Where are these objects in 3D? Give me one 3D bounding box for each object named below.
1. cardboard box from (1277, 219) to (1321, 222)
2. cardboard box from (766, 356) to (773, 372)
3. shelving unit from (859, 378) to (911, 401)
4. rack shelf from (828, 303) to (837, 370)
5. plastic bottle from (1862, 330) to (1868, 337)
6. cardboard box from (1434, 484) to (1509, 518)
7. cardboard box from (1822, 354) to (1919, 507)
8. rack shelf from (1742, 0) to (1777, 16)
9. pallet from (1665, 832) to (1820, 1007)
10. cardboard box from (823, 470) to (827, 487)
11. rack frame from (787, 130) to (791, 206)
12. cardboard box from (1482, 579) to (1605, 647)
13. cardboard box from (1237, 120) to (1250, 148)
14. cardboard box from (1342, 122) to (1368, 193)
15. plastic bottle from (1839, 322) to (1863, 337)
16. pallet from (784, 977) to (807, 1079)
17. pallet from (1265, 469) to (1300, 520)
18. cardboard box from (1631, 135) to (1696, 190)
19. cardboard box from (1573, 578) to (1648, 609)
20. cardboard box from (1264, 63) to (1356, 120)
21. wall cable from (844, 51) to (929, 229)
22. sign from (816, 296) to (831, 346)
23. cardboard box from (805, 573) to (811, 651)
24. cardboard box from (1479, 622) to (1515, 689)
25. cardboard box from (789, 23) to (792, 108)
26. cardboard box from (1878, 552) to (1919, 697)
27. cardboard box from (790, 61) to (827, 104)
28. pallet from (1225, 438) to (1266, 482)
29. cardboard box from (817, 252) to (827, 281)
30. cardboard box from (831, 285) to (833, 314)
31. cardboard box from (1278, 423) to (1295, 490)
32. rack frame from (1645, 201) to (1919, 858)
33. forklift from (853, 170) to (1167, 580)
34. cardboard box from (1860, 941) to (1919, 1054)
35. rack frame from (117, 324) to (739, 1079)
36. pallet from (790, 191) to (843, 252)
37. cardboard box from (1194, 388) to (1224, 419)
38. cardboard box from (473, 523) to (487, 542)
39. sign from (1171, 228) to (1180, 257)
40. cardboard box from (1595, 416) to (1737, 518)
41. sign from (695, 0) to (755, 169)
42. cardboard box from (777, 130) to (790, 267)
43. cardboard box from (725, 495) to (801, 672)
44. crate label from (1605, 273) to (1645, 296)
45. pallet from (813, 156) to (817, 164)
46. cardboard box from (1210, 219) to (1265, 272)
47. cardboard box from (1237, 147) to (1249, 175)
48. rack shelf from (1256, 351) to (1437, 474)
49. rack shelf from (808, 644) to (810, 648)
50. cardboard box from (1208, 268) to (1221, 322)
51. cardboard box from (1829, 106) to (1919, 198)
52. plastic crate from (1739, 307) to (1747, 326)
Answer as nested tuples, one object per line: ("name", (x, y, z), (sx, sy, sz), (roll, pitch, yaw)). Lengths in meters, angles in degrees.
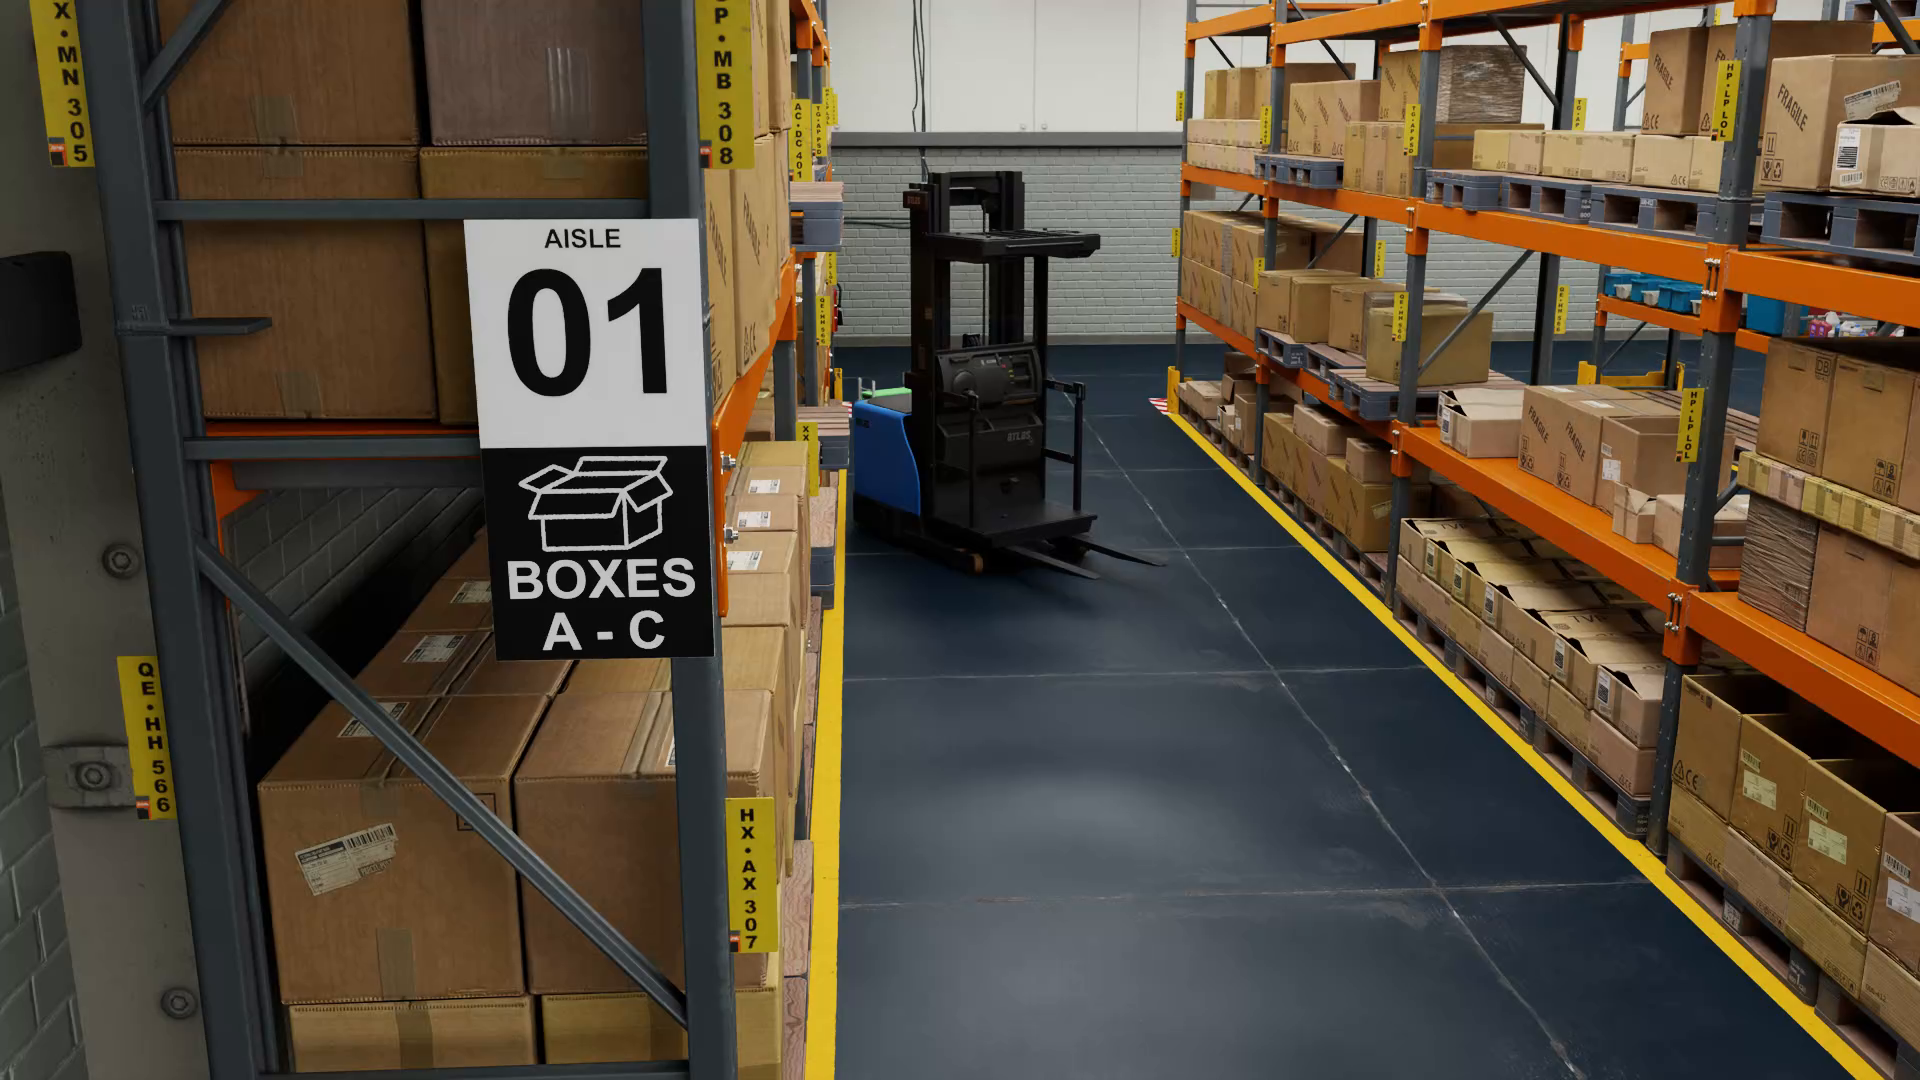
("cardboard box", (3.407, -3.020, 17.036), (0.500, 0.500, 0.500), (0, 14, -2))
("cardboard box", (-1.306, -0.744, 9.315), (0.700, 0.500, 0.500), (-1, 14, -3))
("shelving unit", (-0.581, -0.794, 14.206), (0.503, 1.200, 0.258), (-10, 17, -33))
("rack shelf", (-1.816, -2.053, 16.928), (1.077, 0.370, 4.000), (-1, 14, -3))
("plastic bottle", (7.990, -1.755, 14.726), (0.097, 0.201, 0.097), (0, 14, 0))
("cardboard box", (3.757, -0.106, 12.053), (0.500, 0.500, 0.500), (0, 14, -1))
("cardboard box", (3.814, -0.432, 6.382), (0.700, 0.500, 0.500), (-1, 14, -4))
("rack shelf", (3.871, -1.857, 4.932), (1.077, 0.370, 4.000), (-1, 14, -3))
("pallet", (3.755, 1.557, 7.049), (1.003, 0.211, 1.213), (-1, 14, -3))
("cardboard box", (-1.407, -0.474, 12.820), (0.750, 0.750, 0.750), (-1, 14, -4))
("rack frame", (-1.197, -2.819, 6.425), (1.000, 3.000, 0.127), (-1, 14, -3))
("cardboard box", (3.342, 0.390, 9.539), (0.500, 0.311, 0.500), (-1, 14, -4))
("cardboard box", (2.923, -3.844, 15.726), (0.500, 0.250, 0.500), (-1, 14, -3))
("cardboard box", (3.375, -2.851, 12.369), (0.910, 0.500, 0.500), (-1, 14, -3))
("plastic bottle", (7.867, -1.784, 14.691), (0.152, 0.276, 0.135), (-1, 14, -3))
("pallet", (-1.041, 1.907, 5.691), (1.003, 0.211, 1.213), (-1, 14, -3))
("pallet", (3.340, -0.429, 14.769), (1.003, 0.211, 1.213), (-1, 14, -3))
("cardboard box", (3.682, -1.865, 8.193), (0.500, 0.250, 0.500), (-2, 15, -9))
("cardboard box", (3.874, 0.376, 9.594), (0.500, 0.311, 0.500), (0, 14, -2))
("cardboard box", (3.184, -4.087, 15.163), (0.700, 0.500, 0.500), (-1, 14, -3))
("wall cable", (-1.934, -5.712, 23.899), (3.097, 2.526, 0.112), (-1, 14, -3))
("sign", (-0.903, -1.442, 10.946), (0.100, 0.325, 0.005), (-1, 14, -3))
("cardboard box", (-0.865, 0.262, 6.749), (0.500, 0.250, 0.500), (-1, 14, -3))
("cardboard box", (3.341, 0.659, 9.622), (0.500, 0.250, 0.500), (-1, 14, -2))
("cardboard box", (-0.895, -1.789, 6.191), (0.500, 0.500, 0.500), (-2, 15, -8))
("cardboard box", (3.848, 0.326, 6.038), (0.700, 0.500, 0.500), (-1, 14, -3))
("cardboard box", (-1.456, -4.080, 15.098), (0.500, 0.500, 0.500), (-1, 14, -4))
("pallet", (3.210, -0.801, 16.217), (1.003, 0.211, 1.213), (-1, 14, -3))
("cardboard box", (-1.408, -2.357, 14.324), (0.500, 0.250, 0.500), (-1, 14, -2))
("cardboard box", (-1.842, -2.736, 17.539), (0.980, 0.700, 0.700), (-1, 14, -4))
("cardboard box", (3.083, -0.727, 14.465), (0.500, 0.500, 0.500), (-1, 14, -3))
("rack frame", (3.747, 0.009, 7.473), (1.000, 3.000, 0.127), (-1, 14, -3))
("forklift", (0.355, -1.290, 12.659), (1.130, 2.935, 3.031), (-10, 17, -33))
("cardboard box", (3.562, 1.630, 5.847), (0.500, 0.250, 0.500), (-1, 14, -3))
("rack frame", (-0.949, 1.081, 3.306), (1.000, 3.000, 0.127), (-1, 14, -3))
("pallet", (-1.128, -1.431, 7.425), (1.213, 0.211, 1.003), (-1, 14, -3))
("cardboard box", (2.816, -1.469, 17.851), (0.500, 0.250, 0.500), (-1, 14, -3))
("cardboard box", (-1.322, 0.159, 5.646), (0.500, 0.500, 0.500), (0, 14, -2))
("sign", (2.462, -3.387, 18.932), (0.100, 0.325, 0.005), (-1, 14, -3))
("cardboard box", (3.683, -0.362, 8.713), (0.500, 0.500, 0.500), (0, 14, 1))
("sign", (-0.407, -0.804, 2.856), (0.100, 0.325, 0.005), (-1, 14, -3))
("cardboard box", (-0.918, -1.302, 6.308), (0.500, 0.500, 0.500), (0, 14, -2))
("cardboard box", (-0.801, 0.148, 5.687), (0.500, 0.500, 0.500), (-1, 14, -5))
("crate label", (7.635, -2.933, 19.121), (0.416, 0.233, 0.303), (-1, 14, -3))
("pallet", (-1.586, -3.036, 13.672), (0.805, 0.209, 1.217), (-1, 15, -6))
("cardboard box", (2.867, -3.013, 17.011), (0.500, 0.500, 0.500), (-1, 14, -4))
("cardboard box", (2.936, -3.602, 15.789), (0.500, 0.250, 0.500), (-1, 14, -3))
("rack shelf", (3.376, -1.135, 13.362), (1.077, 0.370, 4.000), (-1, 14, -3))
("rack shelf", (-1.073, 0.932, 5.329), (1.077, 0.370, 4.000), (-1, 14, -3))
("cardboard box", (2.863, -2.532, 17.148), (0.500, 0.500, 0.500), (-1, 14, -3))
("cardboard box", (3.549, -1.408, 6.016), (0.500, 0.311, 0.500), (-2, 15, -7))
("plastic crate", (7.858, -2.227, 16.592), (0.437, 0.125, 0.590), (-1, 14, -3))
